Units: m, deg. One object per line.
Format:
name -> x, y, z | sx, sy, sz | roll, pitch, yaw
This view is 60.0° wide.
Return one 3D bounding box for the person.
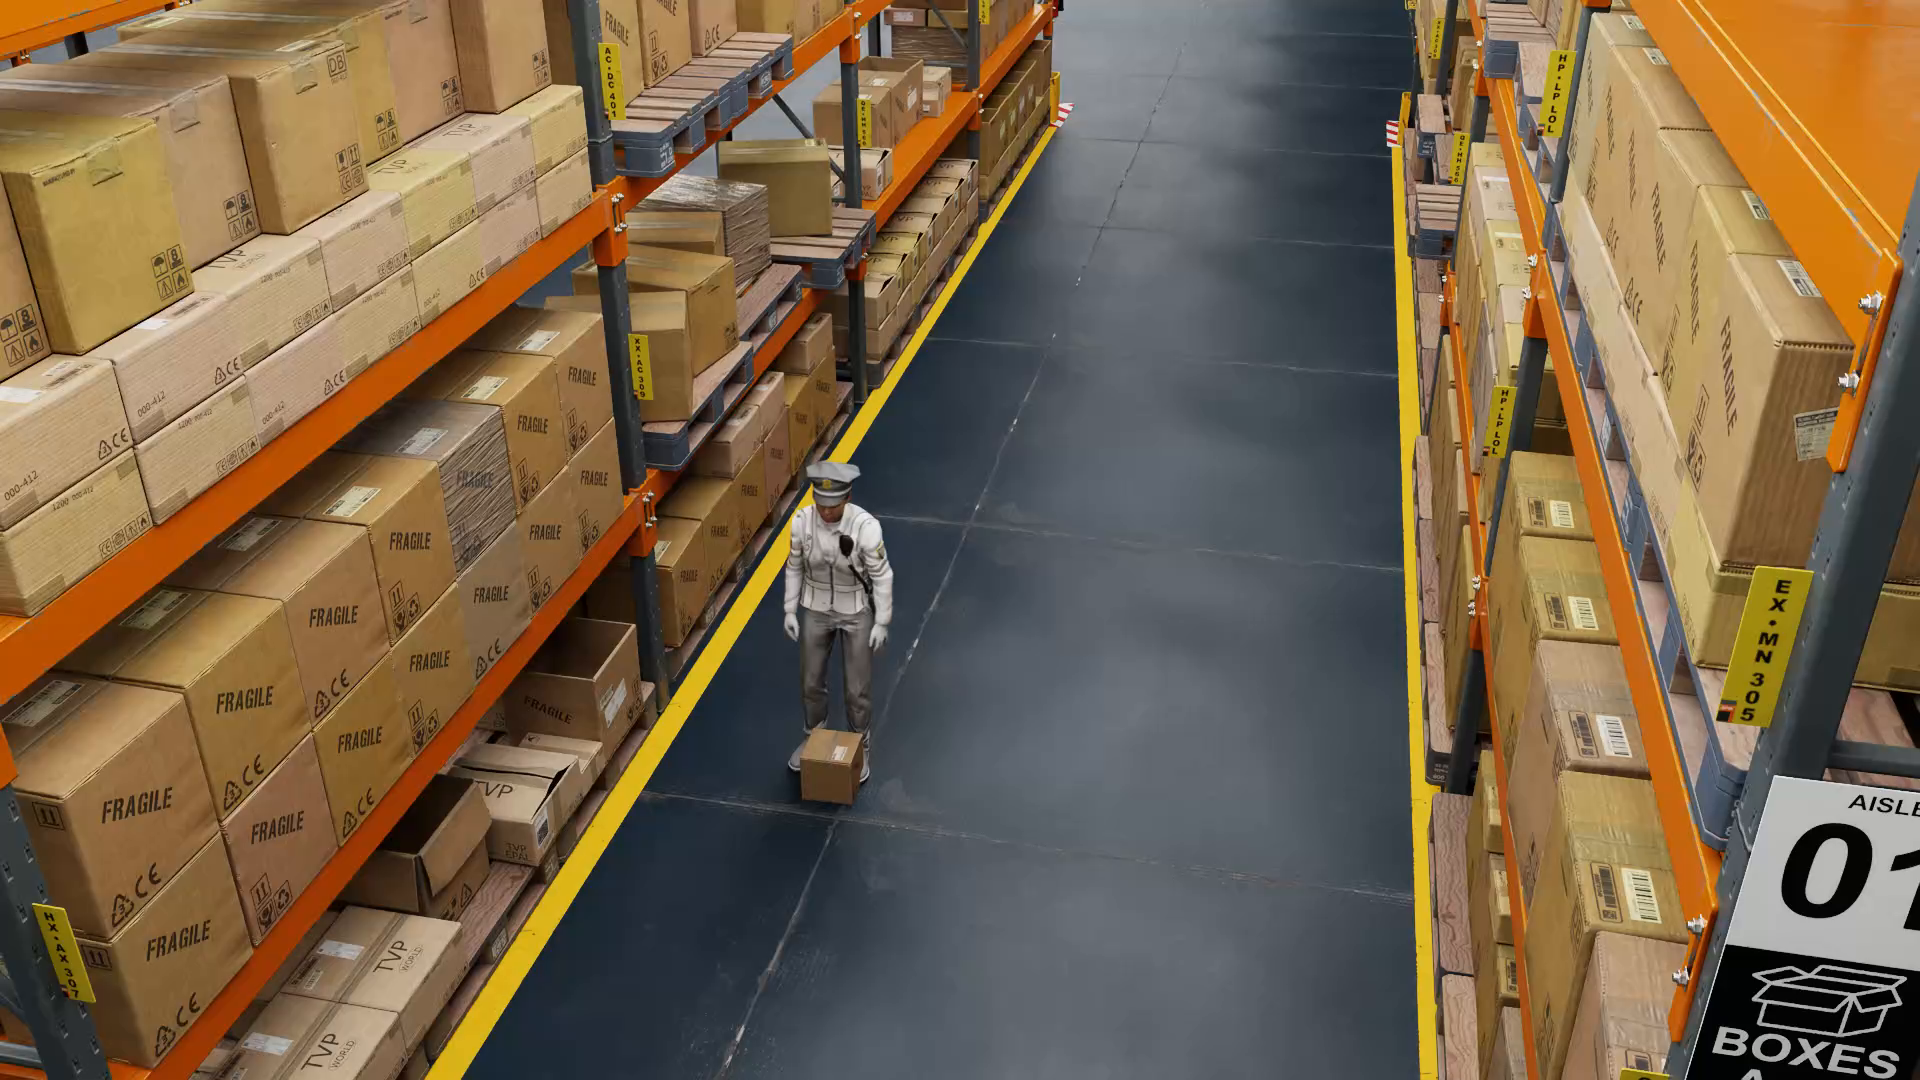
person -> -0.586, 0.375, 7.929 | 0.530, 1.663, 0.403 | 6, 30, 11
